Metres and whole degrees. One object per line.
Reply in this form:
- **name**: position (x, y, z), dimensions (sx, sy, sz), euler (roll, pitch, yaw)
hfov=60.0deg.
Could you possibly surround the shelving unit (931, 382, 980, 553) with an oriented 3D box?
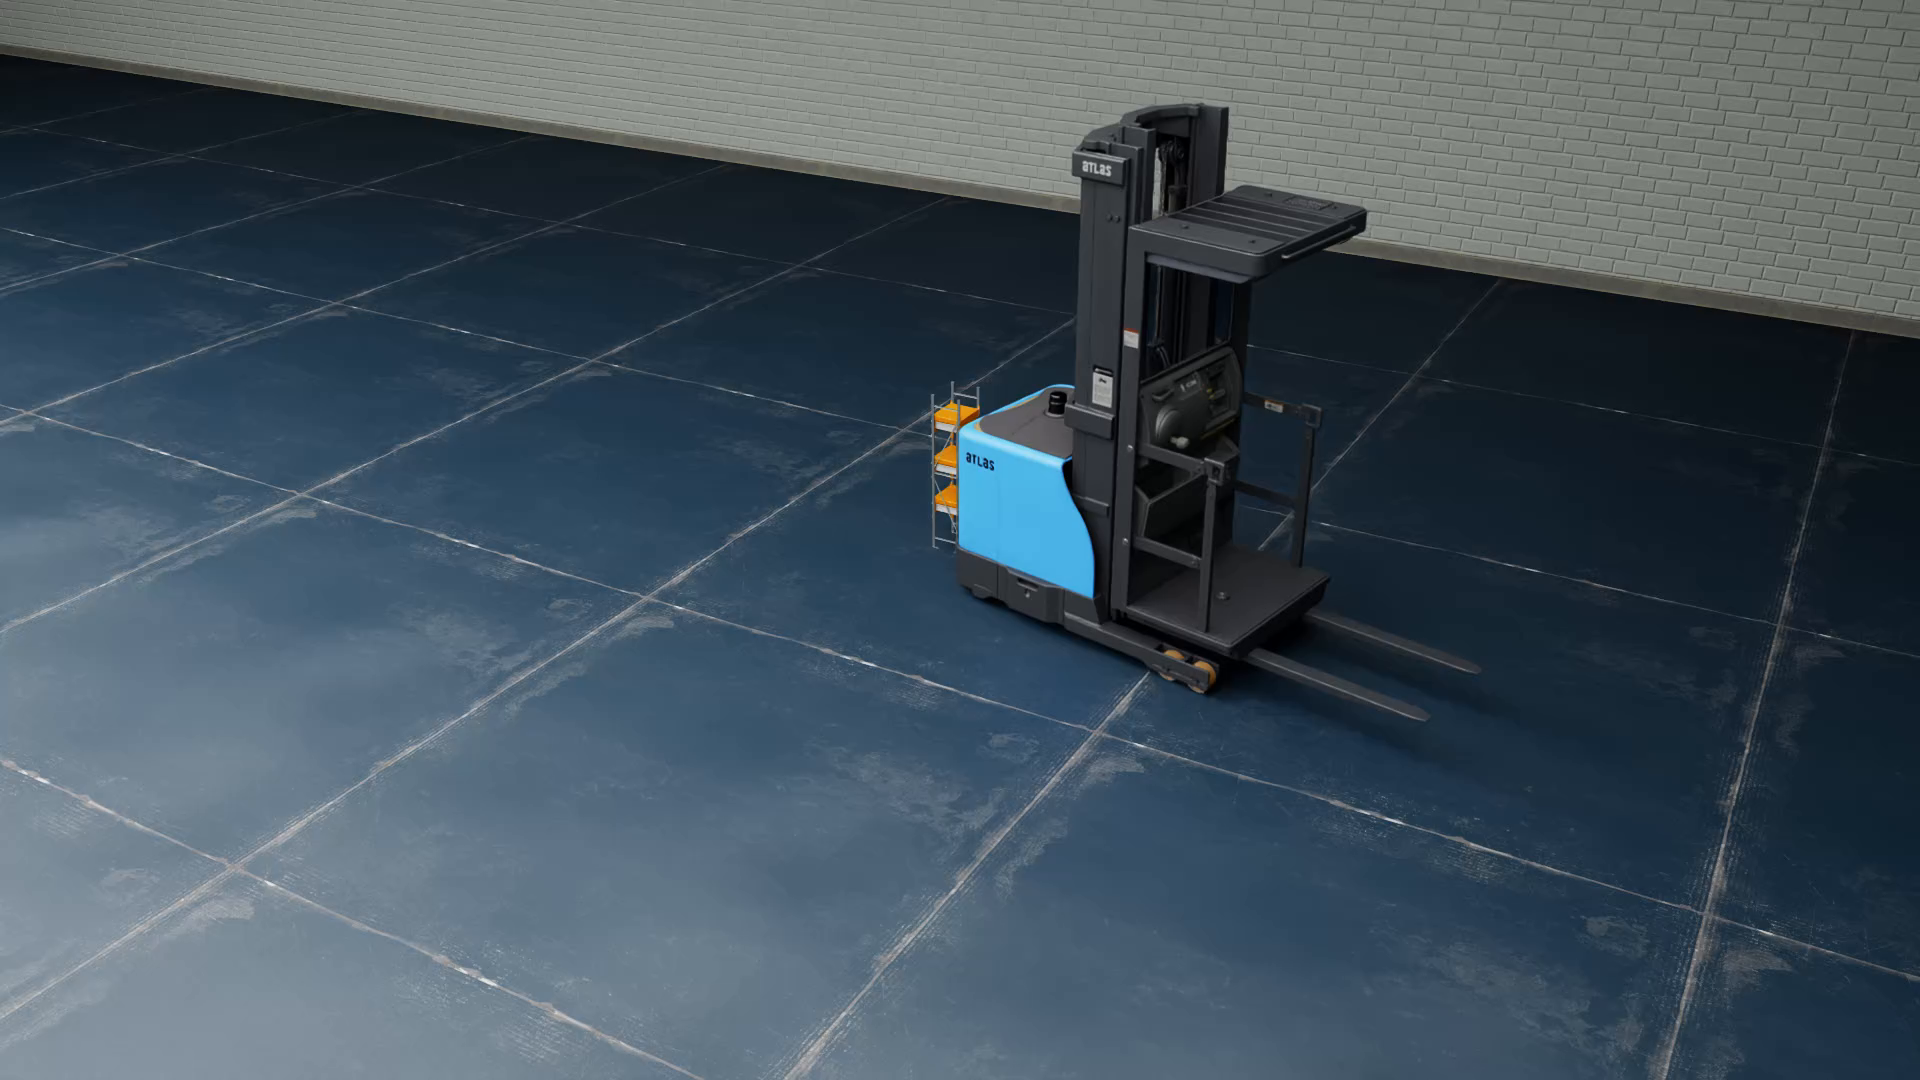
- **shelving unit**: position (-0.026, -0.449, 10.473), dimensions (0.215, 1.050, 0.252), euler (14, 30, 26)

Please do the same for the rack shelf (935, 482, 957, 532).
- **rack shelf**: position (-0.026, -0.191, 10.602), dimensions (0.215, 0.259, 0.240), euler (14, 30, 26)

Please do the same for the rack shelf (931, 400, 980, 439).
- **rack shelf**: position (-0.026, -0.693, 10.351), dimensions (0.215, 0.259, 0.240), euler (14, 30, 26)

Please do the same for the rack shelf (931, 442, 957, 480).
- **rack shelf**: position (-0.026, -0.439, 10.478), dimensions (0.215, 0.259, 0.240), euler (14, 30, 26)

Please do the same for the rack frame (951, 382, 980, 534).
- **rack frame**: position (0.034, -0.496, 10.568), dimensions (0.200, 1.050, 0.008), euler (14, 30, 26)

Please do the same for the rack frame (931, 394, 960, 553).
- **rack frame**: position (-0.086, -0.401, 10.378), dimensions (0.200, 1.050, 0.008), euler (14, 30, 26)

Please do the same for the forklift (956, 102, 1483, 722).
- **forklift**: position (1.426, -0.745, 8.963), dimensions (3.031, 2.935, 1.130), euler (21, 33, 35)
